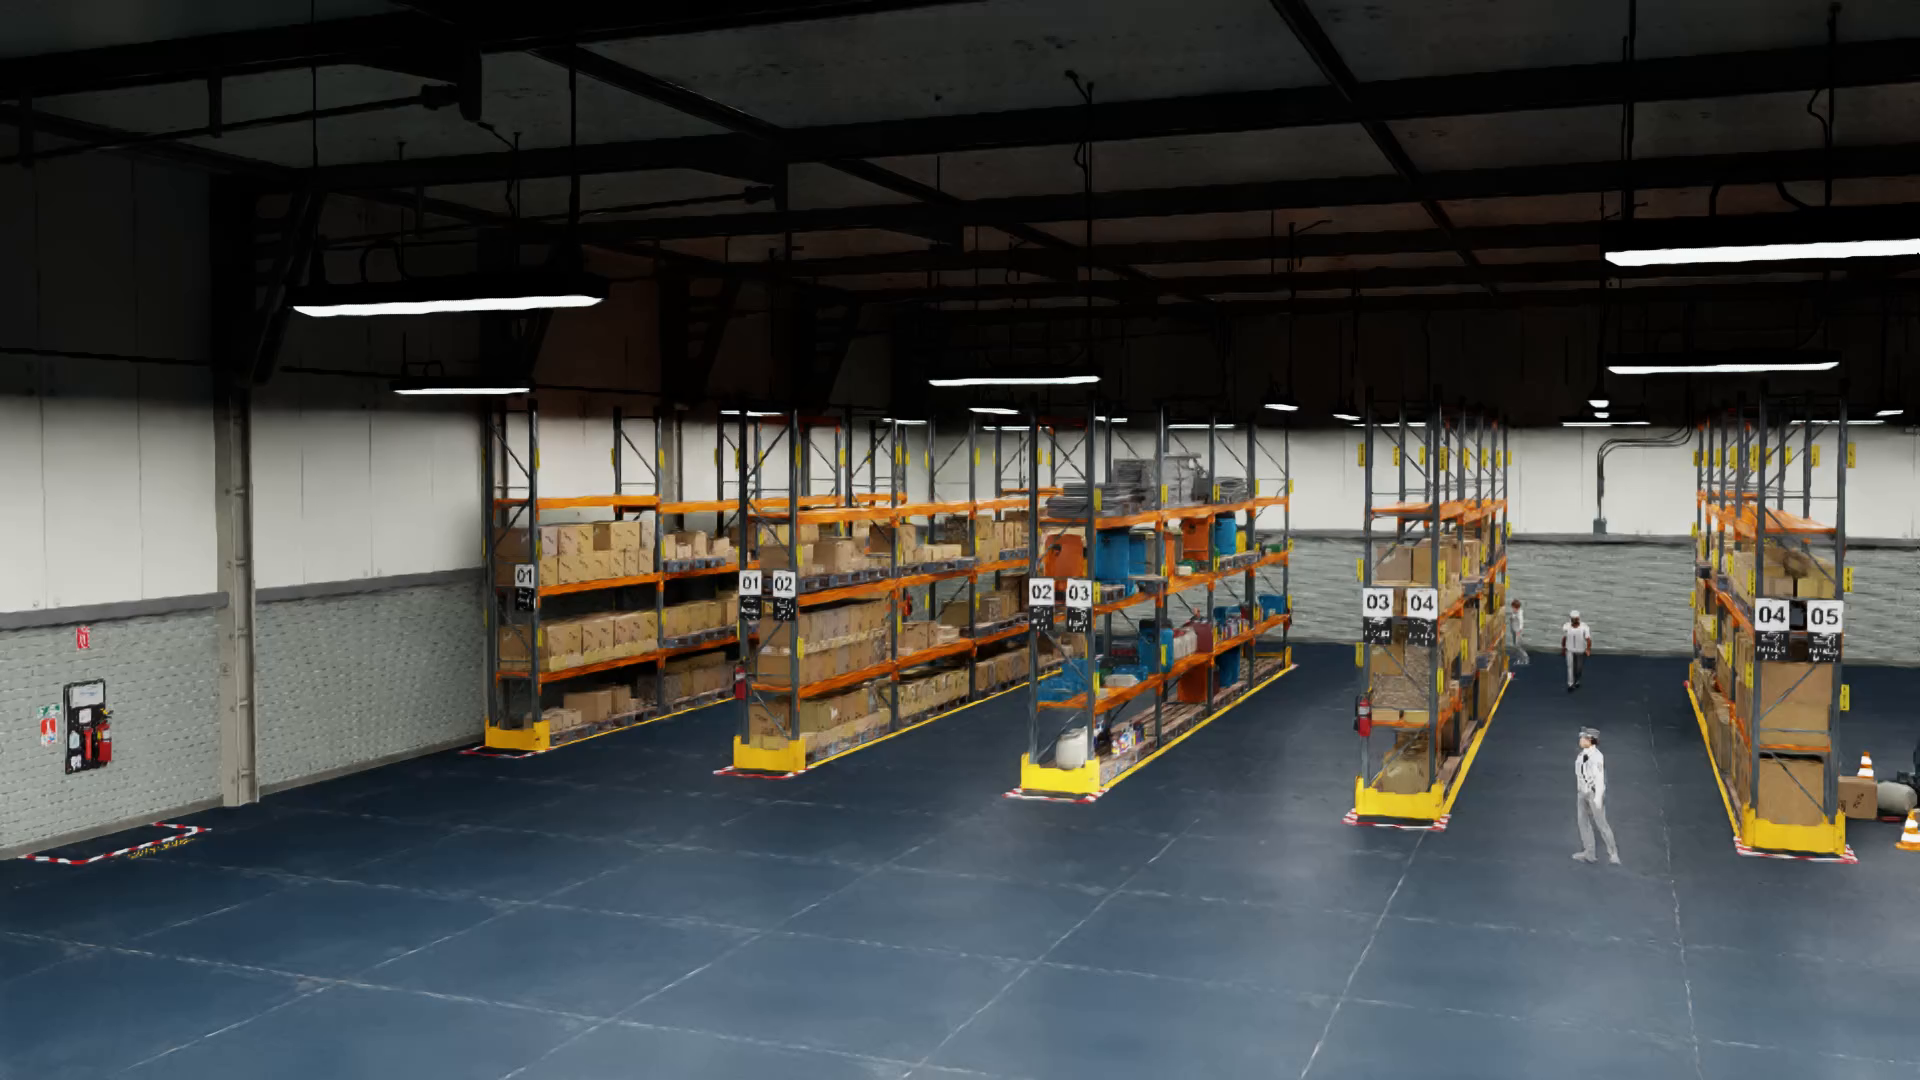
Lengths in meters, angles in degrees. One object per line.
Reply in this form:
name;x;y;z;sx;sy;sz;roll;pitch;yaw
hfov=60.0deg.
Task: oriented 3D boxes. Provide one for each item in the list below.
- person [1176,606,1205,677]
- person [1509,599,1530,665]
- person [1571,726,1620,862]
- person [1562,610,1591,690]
person;5.360;2.318;37.501;0.951;1.678;0.582;-3;4;-44
person;13.479;2.232;40.070;0.402;1.568;0.540;0;3;-8
person;7.921;3.156;20.685;0.521;1.665;0.569;0;3;-5
person;13.334;2.372;35.990;0.591;1.716;1.042;1;3;20
